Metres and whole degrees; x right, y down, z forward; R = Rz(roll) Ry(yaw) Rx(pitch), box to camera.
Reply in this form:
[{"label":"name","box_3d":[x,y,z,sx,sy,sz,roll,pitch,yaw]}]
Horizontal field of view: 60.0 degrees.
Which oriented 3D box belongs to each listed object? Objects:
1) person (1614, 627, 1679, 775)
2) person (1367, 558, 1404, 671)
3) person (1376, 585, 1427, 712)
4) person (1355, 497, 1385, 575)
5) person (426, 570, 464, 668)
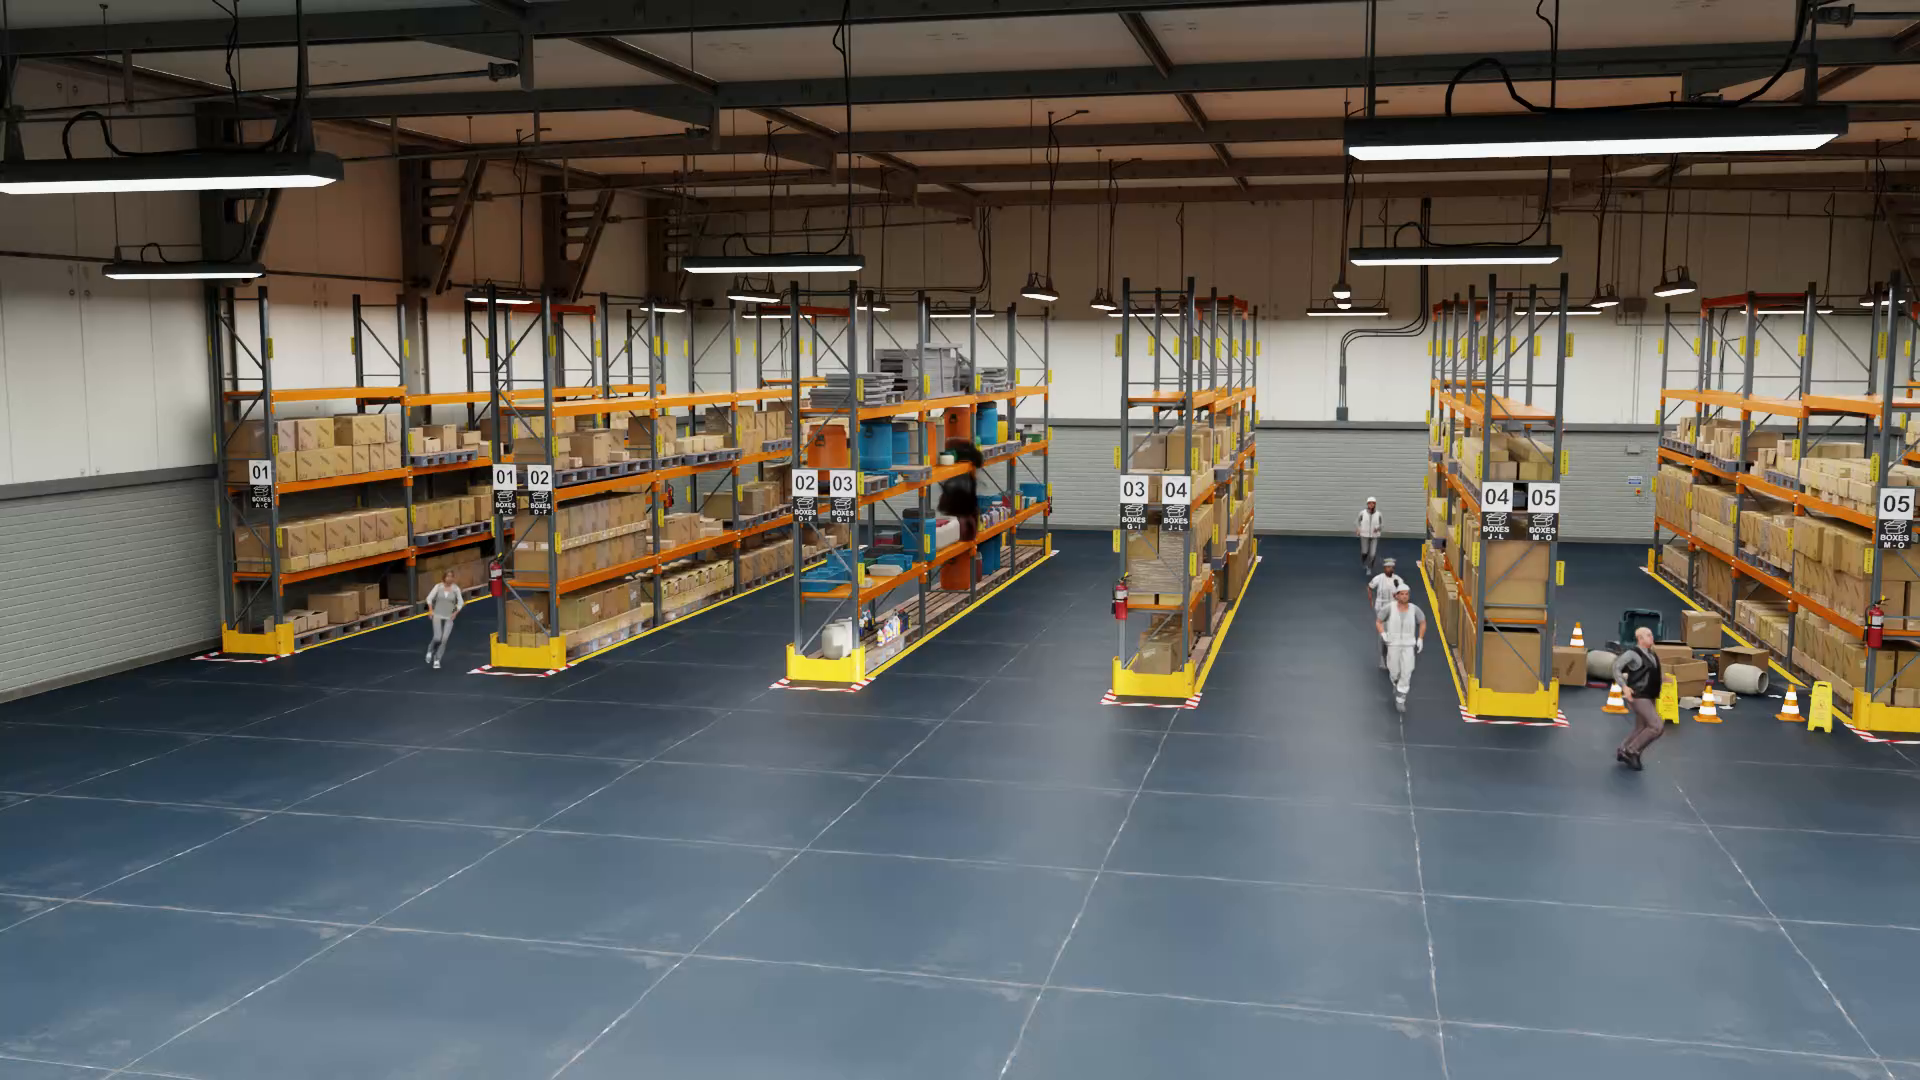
[{"label":"person","box_3d":[8.151,1.895,19.714,0.628,1.742,0.721,-6,9,-42]},{"label":"person","box_3d":[6.746,1.141,26.256,0.555,1.739,0.834,0,7,1]},{"label":"person","box_3d":[6.152,1.485,23.197,0.694,1.750,0.567,1,7,12]},{"label":"person","box_3d":[9.062,-0.083,36.772,0.644,1.734,0.592,1,7,11]},{"label":"person","box_3d":[-8.092,1.240,26.119,0.588,1.545,0.486,-3,7,-24]}]
